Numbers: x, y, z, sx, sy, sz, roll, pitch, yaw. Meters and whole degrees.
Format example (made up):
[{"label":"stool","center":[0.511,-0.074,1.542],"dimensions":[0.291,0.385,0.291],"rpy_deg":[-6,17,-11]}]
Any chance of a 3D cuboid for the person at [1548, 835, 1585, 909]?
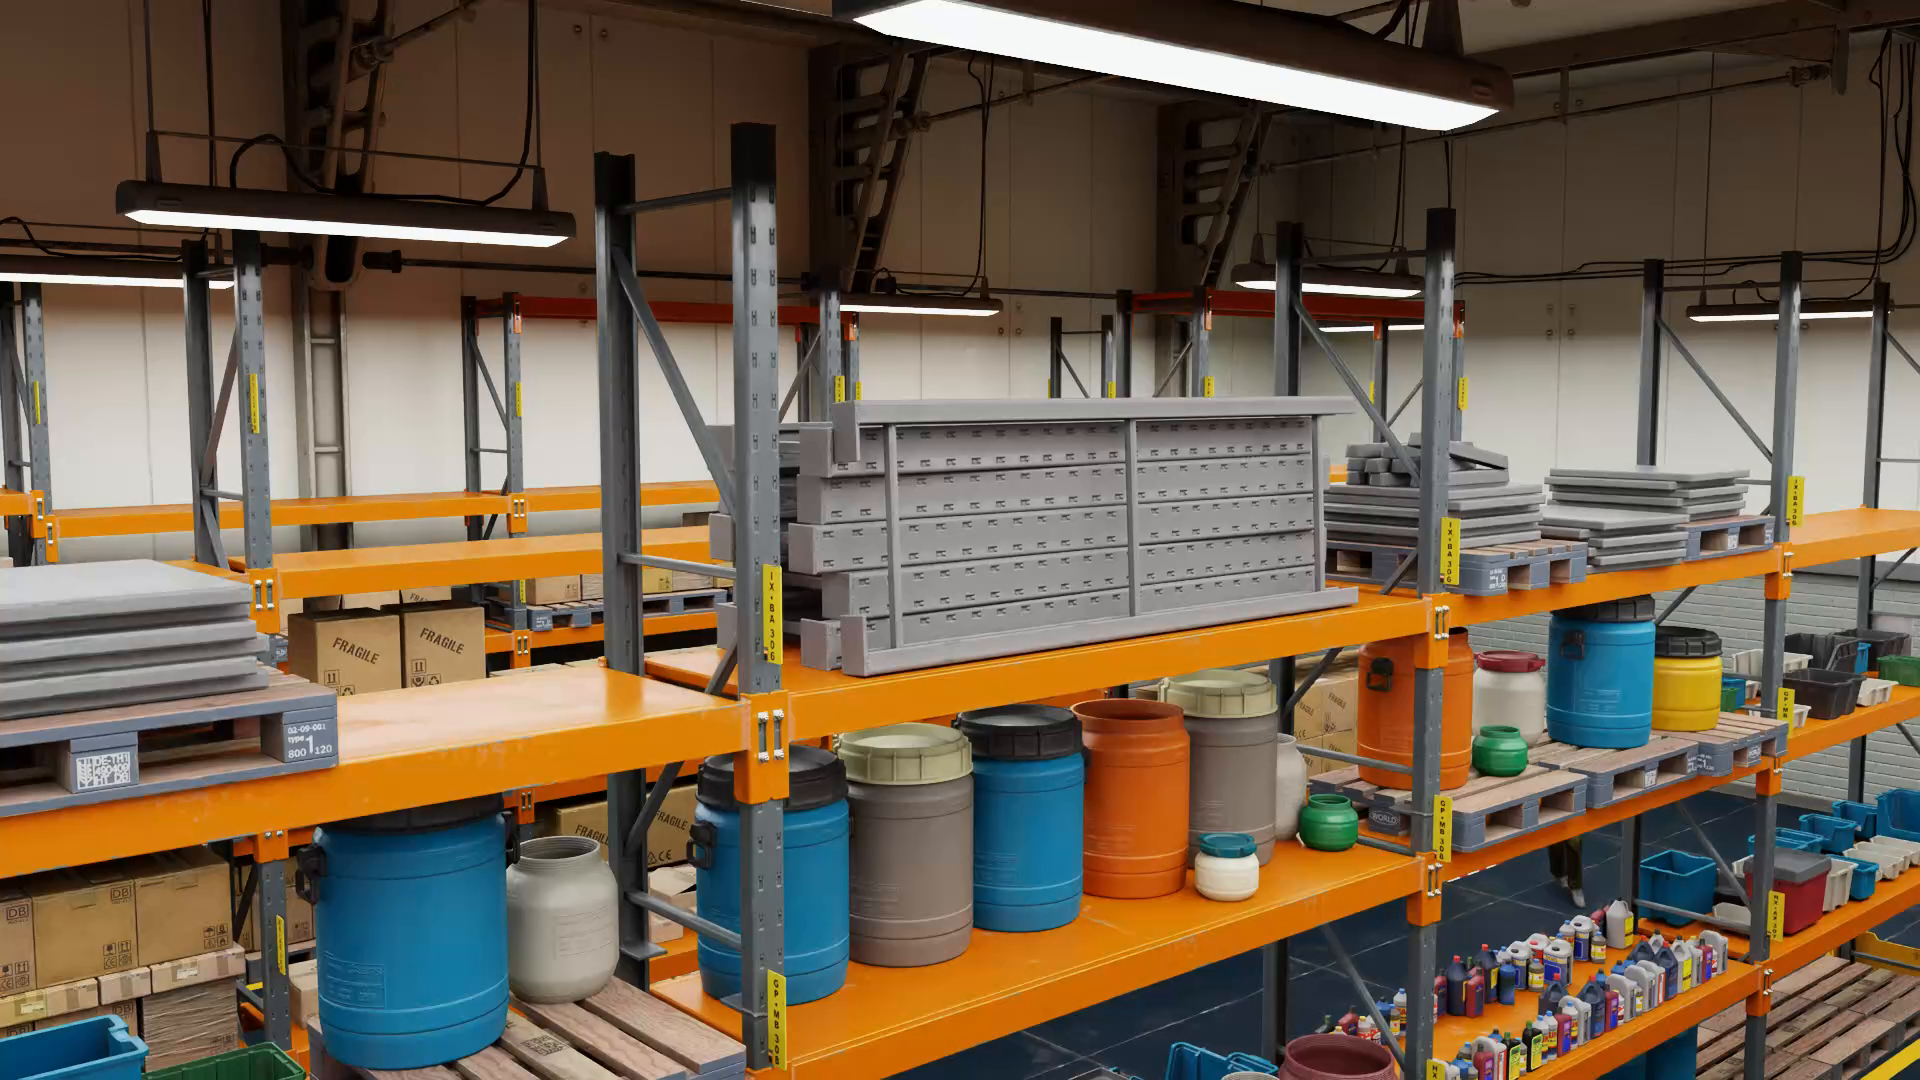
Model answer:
[{"label":"person","center":[5.932,2.751,16.679],"dimensions":[0.689,1.673,0.855],"rpy_deg":[0,5,5]}]
